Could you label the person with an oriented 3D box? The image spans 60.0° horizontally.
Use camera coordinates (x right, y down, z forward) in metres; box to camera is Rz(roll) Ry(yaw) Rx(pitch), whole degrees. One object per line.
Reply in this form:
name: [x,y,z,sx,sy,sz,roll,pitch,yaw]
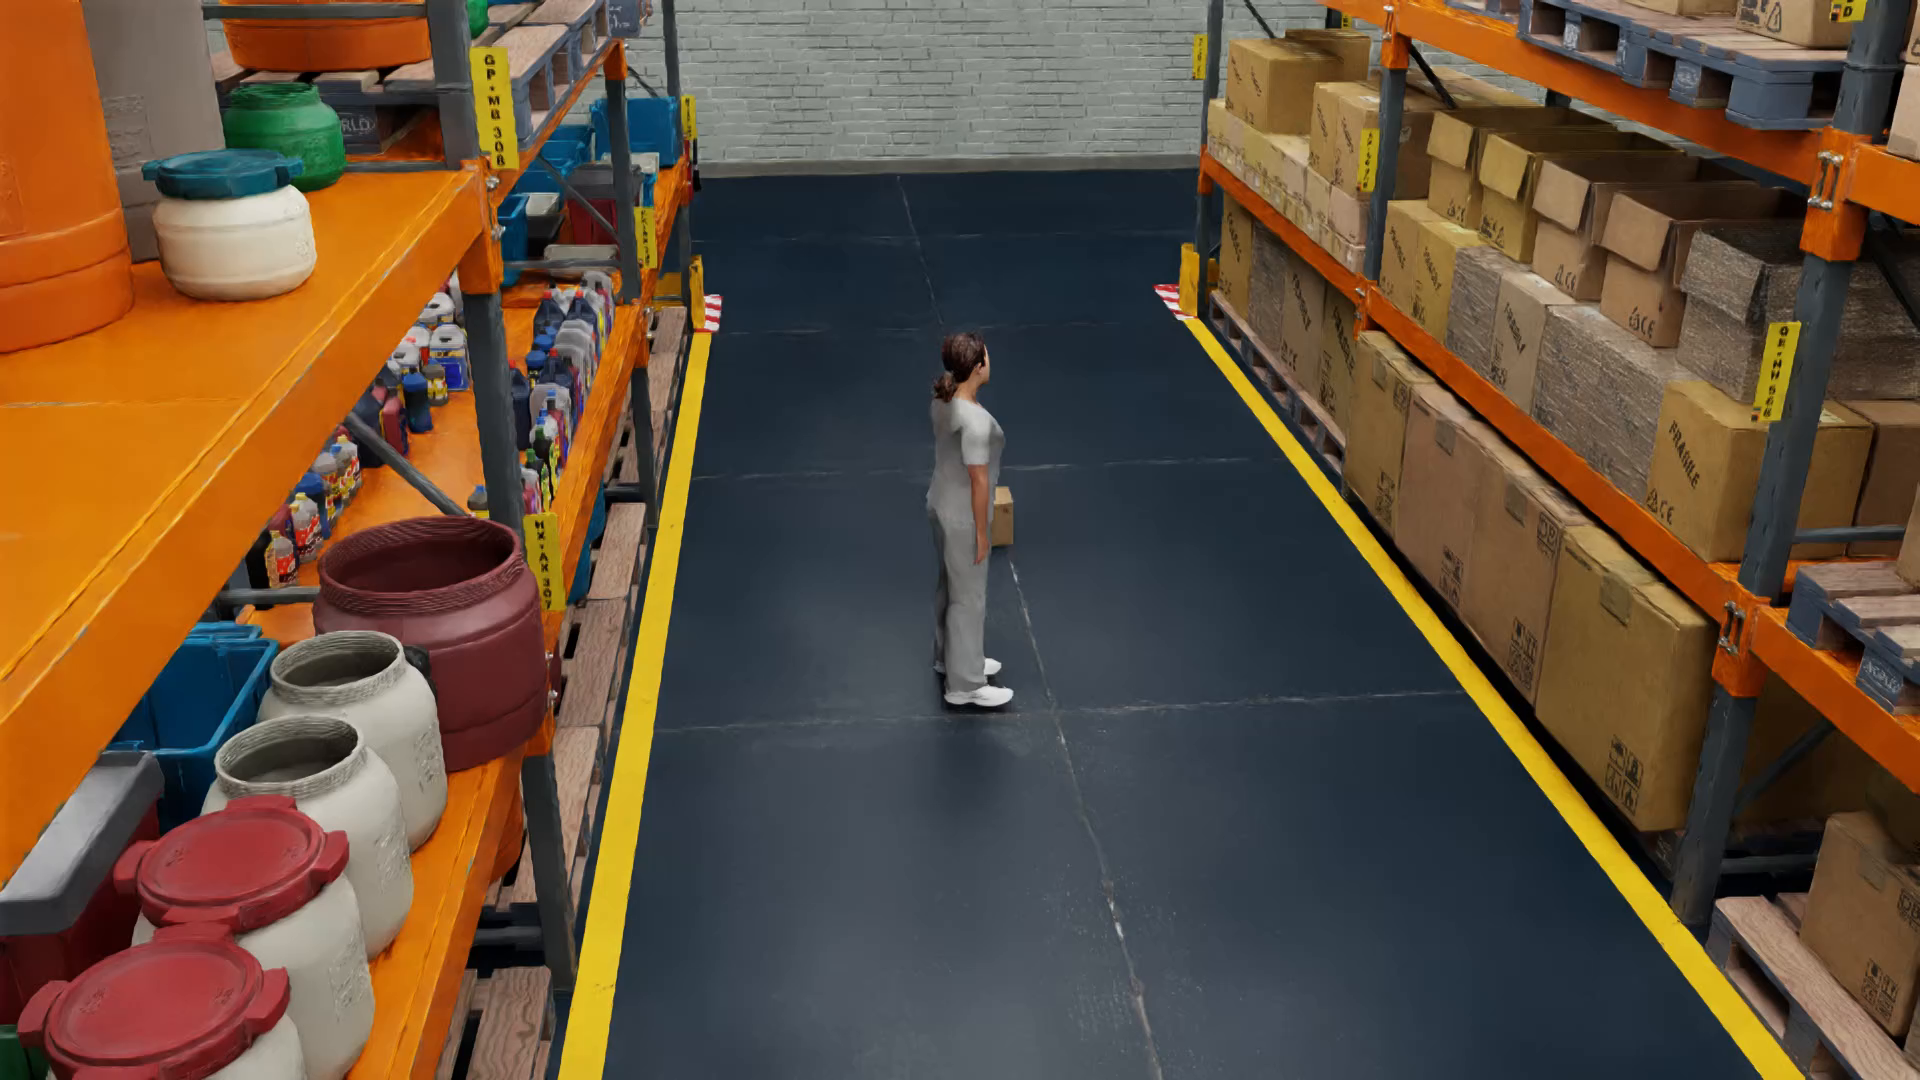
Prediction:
person: [0.034,-0.102,7.280,0.370,1.676,0.496,-9,25,-19]
